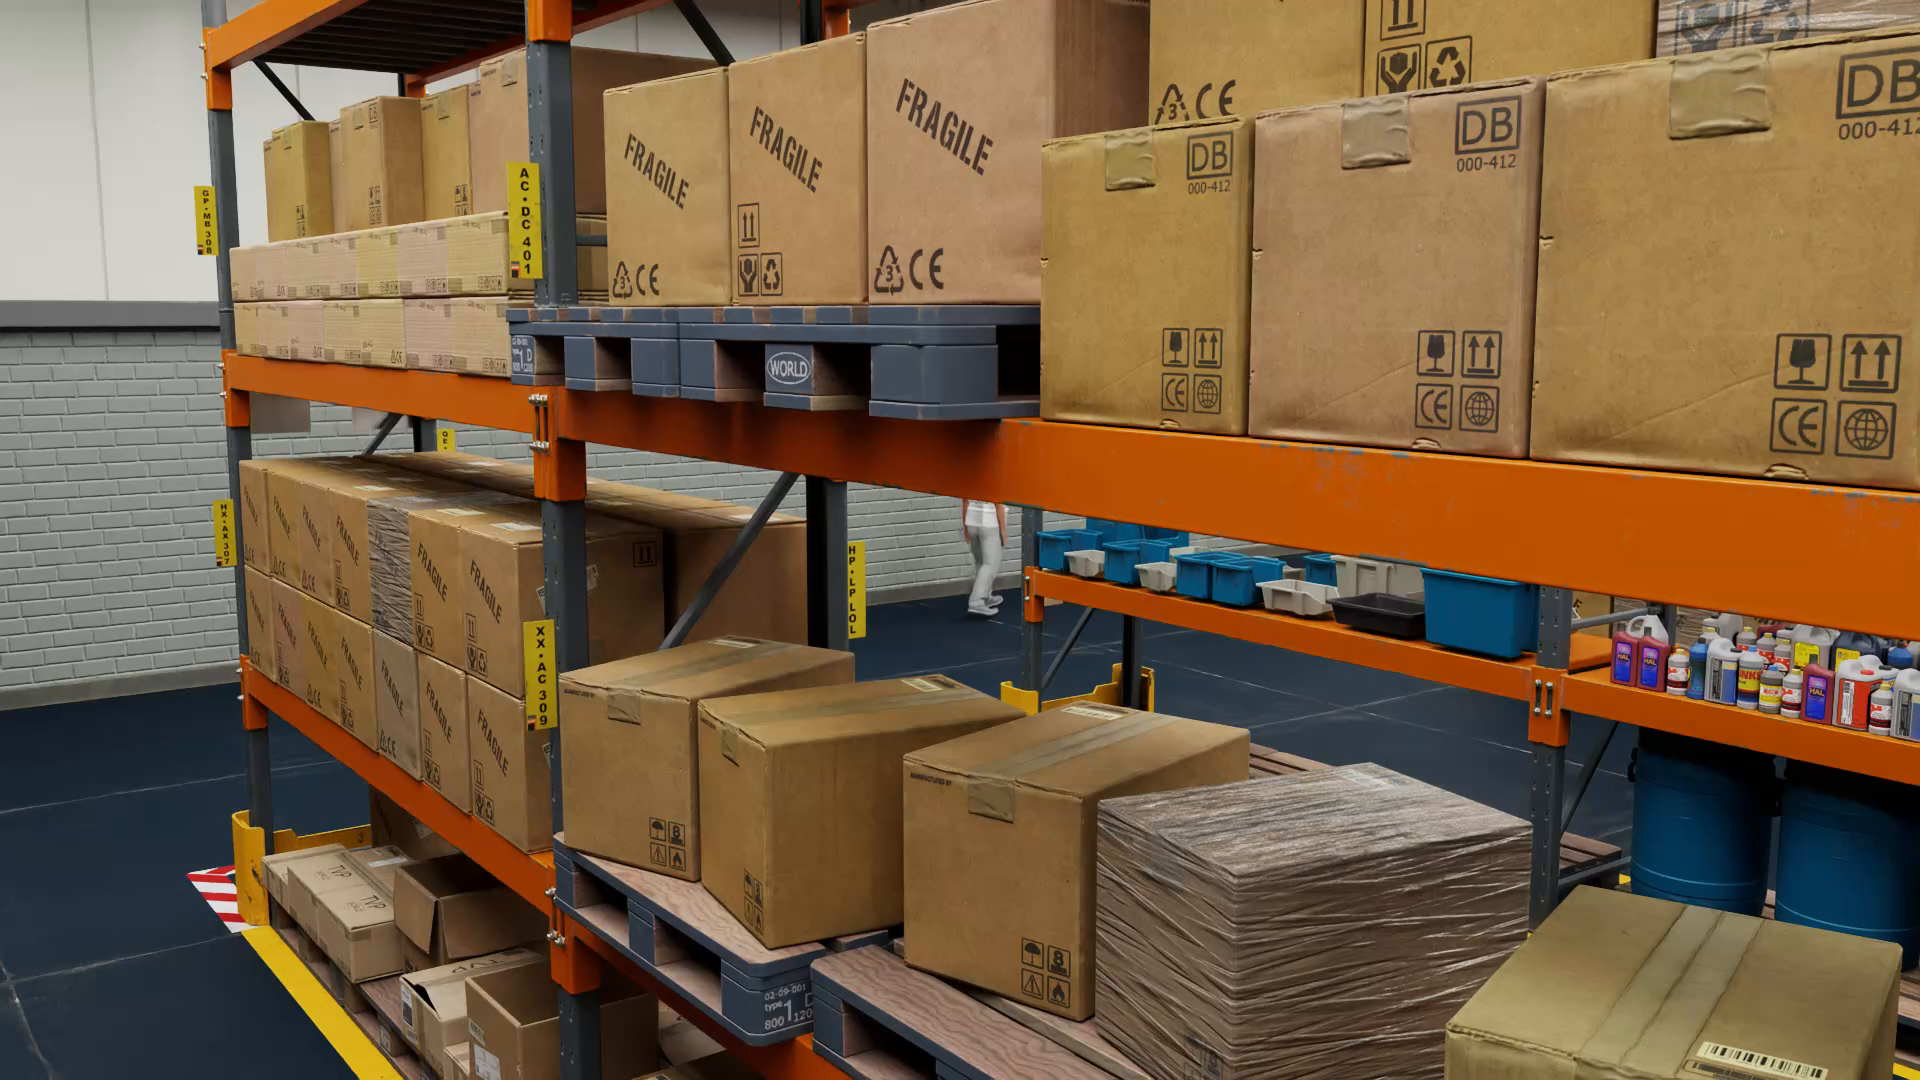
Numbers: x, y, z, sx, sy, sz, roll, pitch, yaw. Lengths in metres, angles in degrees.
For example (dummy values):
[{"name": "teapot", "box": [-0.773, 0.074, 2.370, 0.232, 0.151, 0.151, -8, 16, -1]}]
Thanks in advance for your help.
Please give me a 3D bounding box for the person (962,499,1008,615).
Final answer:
[{"name": "person", "box": [0.277, -0.130, 16.706, 0.780, 1.742, 0.559, -7, 11, -43]}]
